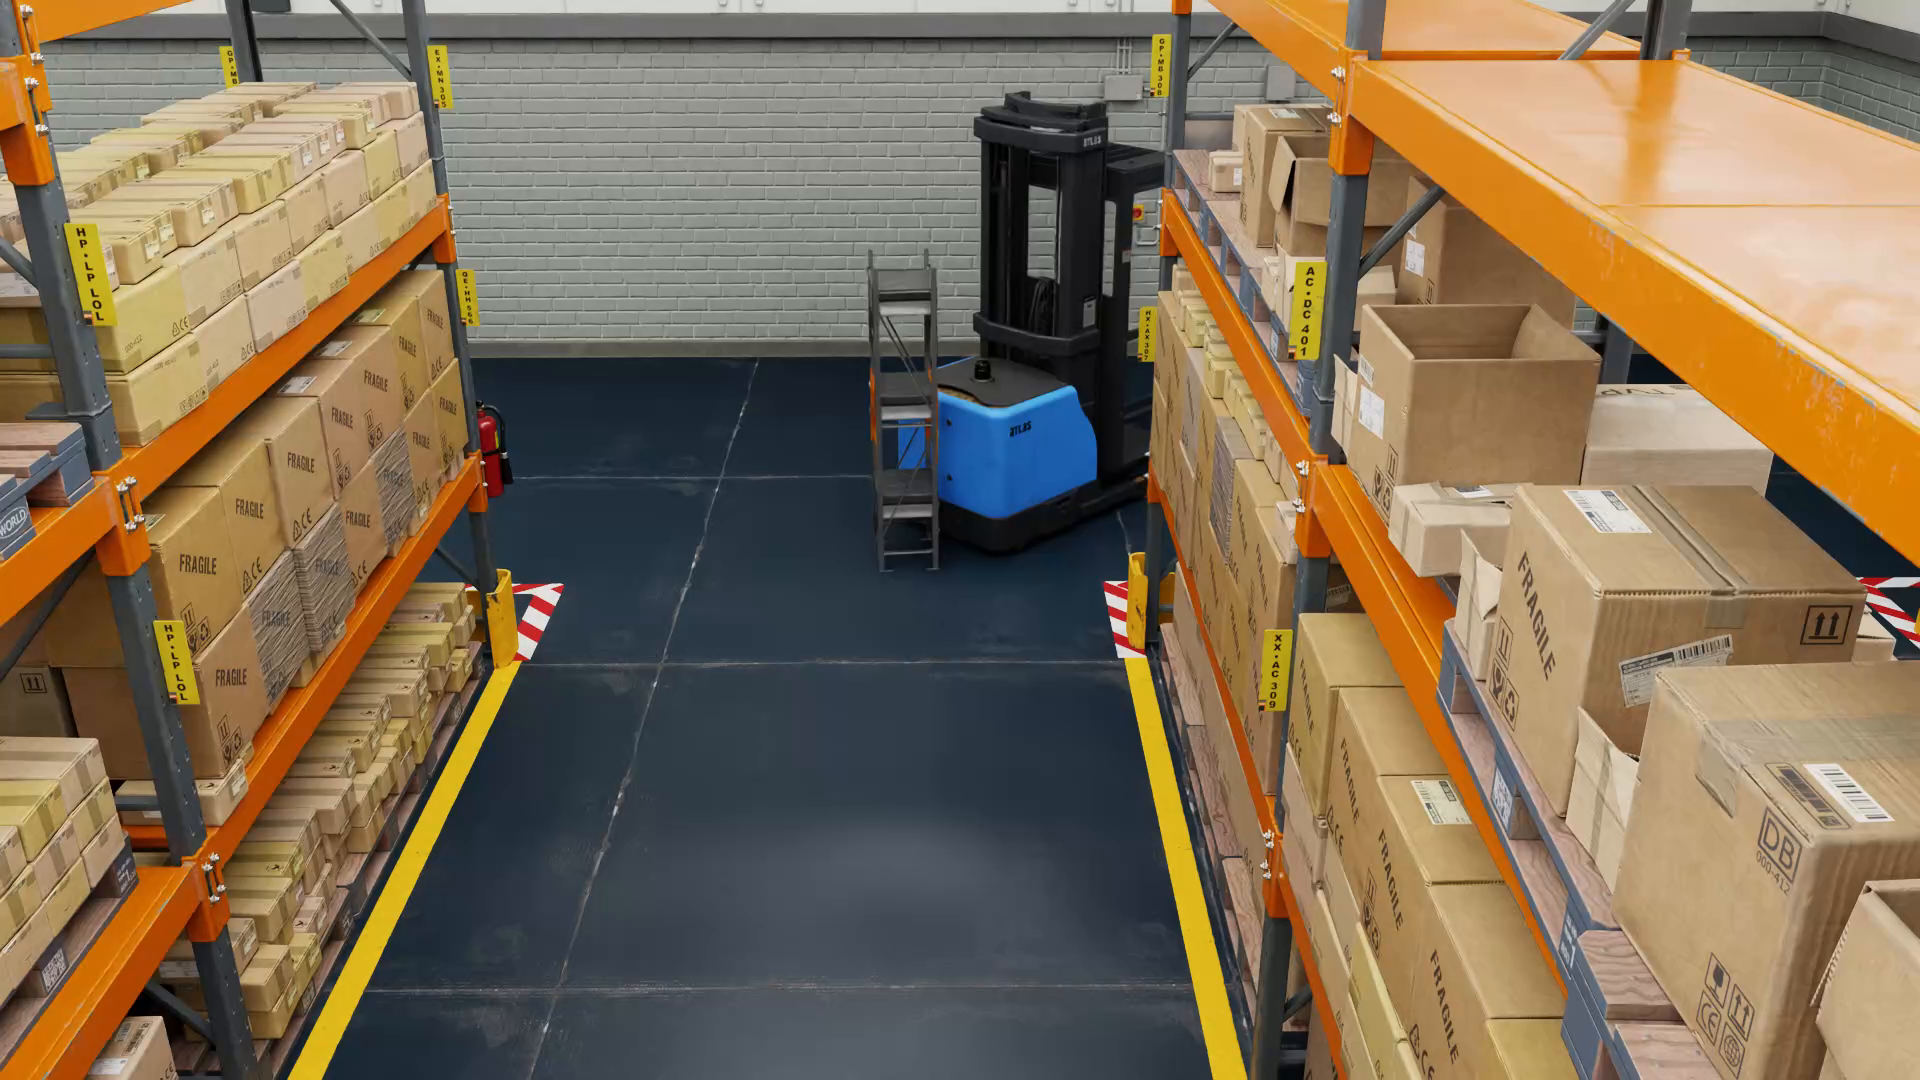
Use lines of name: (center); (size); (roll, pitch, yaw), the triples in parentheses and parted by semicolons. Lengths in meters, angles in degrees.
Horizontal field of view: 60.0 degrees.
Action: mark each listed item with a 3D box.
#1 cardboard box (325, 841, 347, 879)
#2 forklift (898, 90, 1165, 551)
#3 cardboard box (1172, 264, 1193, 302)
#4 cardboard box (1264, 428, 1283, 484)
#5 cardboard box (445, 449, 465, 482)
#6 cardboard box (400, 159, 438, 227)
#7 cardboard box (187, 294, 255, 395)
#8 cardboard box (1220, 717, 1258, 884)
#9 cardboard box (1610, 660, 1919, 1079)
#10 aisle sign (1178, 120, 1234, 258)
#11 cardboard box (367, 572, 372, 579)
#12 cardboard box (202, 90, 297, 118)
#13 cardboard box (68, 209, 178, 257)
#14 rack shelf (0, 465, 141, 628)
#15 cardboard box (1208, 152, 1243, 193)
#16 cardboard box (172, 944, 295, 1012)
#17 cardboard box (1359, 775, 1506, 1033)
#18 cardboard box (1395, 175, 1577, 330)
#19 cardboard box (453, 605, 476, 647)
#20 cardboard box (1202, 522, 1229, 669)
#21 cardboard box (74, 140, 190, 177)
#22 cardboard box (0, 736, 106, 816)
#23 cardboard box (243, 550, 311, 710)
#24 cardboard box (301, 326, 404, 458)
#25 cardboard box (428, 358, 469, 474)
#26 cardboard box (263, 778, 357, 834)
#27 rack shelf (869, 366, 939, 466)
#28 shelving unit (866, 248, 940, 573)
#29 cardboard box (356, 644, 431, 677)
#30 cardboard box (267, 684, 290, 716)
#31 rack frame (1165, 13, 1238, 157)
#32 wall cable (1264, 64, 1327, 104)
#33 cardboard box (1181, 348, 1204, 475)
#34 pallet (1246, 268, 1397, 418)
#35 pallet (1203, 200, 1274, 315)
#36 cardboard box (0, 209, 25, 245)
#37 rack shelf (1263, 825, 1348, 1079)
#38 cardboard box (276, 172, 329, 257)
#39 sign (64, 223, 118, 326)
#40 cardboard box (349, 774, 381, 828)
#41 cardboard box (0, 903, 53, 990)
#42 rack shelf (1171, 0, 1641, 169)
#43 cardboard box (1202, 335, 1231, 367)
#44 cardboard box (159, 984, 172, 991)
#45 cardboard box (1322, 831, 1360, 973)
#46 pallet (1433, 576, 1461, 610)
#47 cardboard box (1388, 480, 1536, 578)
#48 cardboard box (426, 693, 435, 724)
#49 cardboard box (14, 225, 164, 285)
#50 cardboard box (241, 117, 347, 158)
cardboard box: (-3.100, 1.487, 7.772); (0.380, 0.149, 0.250); (-1, 24, -3)
forklift: (0.930, -1.773, 12.113); (1.130, 2.935, 3.031); (22, 32, 39)
cardboard box: (1.363, -1.404, 9.091); (0.380, 0.149, 0.250); (0, 24, 1)
cardboard box: (1.450, -0.344, 6.750); (0.380, 0.149, 0.250); (0, 24, -1)
cardboard box: (-3.026, -0.443, 9.394); (0.380, 0.149, 0.250); (0, 24, 0)
cardboard box: (-3.043, -1.803, 8.638); (0.500, 0.250, 0.500); (-1, 24, -2)
cardboard box: (-3.025, -0.739, 6.286); (0.500, 0.250, 0.500); (-1, 24, -1)
cardboard box: (1.770, 1.242, 7.964); (0.875, 0.438, 0.875); (-1, 24, -2)
cardboard box: (1.523, 0.531, 2.664); (0.700, 0.500, 0.500); (-1, 24, -3)
aisle sign: (1.345, -1.967, 9.305); (0.394, 0.787, 0.004); (0, 24, -1)
cardboard box: (-3.100, 0.088, 8.220); (0.380, 0.149, 0.250); (-1, 24, -3)
cardboard box: (-3.552, -2.159, 8.335); (0.380, 0.149, 0.250); (1, 24, 2)
cardboard box: (-3.059, -1.086, 5.964); (0.380, 0.149, 0.250); (-1, 24, -1)
rack shelf: (-3.247, 0.743, 3.700); (1.077, 0.370, 4.000); (0, 24, -1)
cardboard box: (1.418, -1.794, 8.111); (0.380, 0.149, 0.250); (1, 24, 1)
cardboard box: (-2.953, 1.779, 6.765); (0.380, 0.149, 0.250); (1, 24, 2)
cardboard box: (1.433, 0.992, 4.583); (0.500, 0.500, 0.500); (-1, 24, -2)
cardboard box: (1.883, -0.999, 5.926); (0.500, 0.500, 0.500); (0, 24, 0)
cardboard box: (-3.021, 0.498, 9.598); (0.380, 0.149, 0.250); (-1, 24, -2)
cardboard box: (1.388, 0.239, 7.460); (0.500, 0.500, 0.500); (-1, 24, -1)
cardboard box: (-3.549, -1.624, 7.151); (0.380, 0.149, 0.250); (1, 24, 1)
cardboard box: (-3.069, 0.774, 5.471); (0.380, 0.149, 0.250); (1, 24, 2)
cardboard box: (-3.035, 0.368, 6.815); (0.500, 0.500, 0.500); (0, 24, -1)
cardboard box: (-3.039, -0.717, 7.999); (0.500, 0.500, 0.500); (1, 24, 2)
cardboard box: (-3.050, -0.688, 9.148); (0.500, 0.500, 0.500); (0, 24, 1)
cardboard box: (-3.008, 1.221, 7.638); (0.380, 0.149, 0.250); (0, 24, 1)
rack shelf: (-0.375, -0.831, 11.073); (0.431, 0.518, 0.480); (-3, 24, -6)
shelving unit: (-0.375, -0.844, 11.067); (0.431, 2.100, 0.503); (-3, 24, -6)
cardboard box: (-3.039, 0.680, 8.834); (0.380, 0.149, 0.250); (-1, 24, -3)
cardboard box: (-3.074, 0.626, 7.030); (0.380, 0.149, 0.250); (-1, 24, -3)
rack frame: (1.636, -3.488, 8.542); (1.000, 3.000, 0.127); (0, 24, -1)
wall cable: (2.969, -3.552, 14.730); (0.588, 1.984, 0.122); (0, 24, -1)
cardboard box: (1.383, -0.631, 8.172); (0.500, 0.500, 0.500); (0, 24, -1)
pallet: (1.681, -0.770, 6.279); (1.003, 0.211, 1.213); (0, 24, -1)
pallet: (1.671, -1.271, 7.388); (1.003, 0.211, 1.213); (0, 24, -1)
cardboard box: (-3.603, -1.087, 5.965); (0.380, 0.149, 0.250); (0, 24, -1)
rack shelf: (1.702, 2.046, 4.460); (1.077, 0.370, 4.000); (0, 24, -1)
cardboard box: (-3.049, -1.398, 7.137); (0.500, 0.250, 0.500); (-1, 24, -3)
sign: (-2.714, -0.828, 5.195); (0.100, 0.325, 0.005); (0, 24, -1)
cardboard box: (-3.003, 1.246, 7.944); (0.380, 0.149, 0.250); (0, 24, -1)
cardboard box: (-3.062, 1.253, 5.134); (0.380, 0.149, 0.250); (0, 24, -1)
rack shelf: (1.658, -2.154, 6.950); (1.077, 0.370, 4.000); (0, 24, -1)
cardboard box: (1.363, -0.869, 7.909); (0.380, 0.149, 0.250); (0, 24, 0)
cardboard box: (-3.533, 1.798, 7.085); (0.380, 0.149, 0.250); (0, 24, 1)
cardboard box: (1.436, 1.132, 5.183); (0.500, 0.250, 0.500); (0, 24, 0)
pallet: (1.739, -0.008, 4.720); (0.805, 0.209, 1.217); (-1, 24, -3)
cardboard box: (1.344, -0.035, 4.321); (0.380, 0.166, 0.250); (-2, 24, -4)
cardboard box: (-3.062, 0.950, 8.960); (0.380, 0.149, 0.250); (0, 24, 0)
cardboard box: (-2.999, -0.983, 5.736); (0.380, 0.149, 0.250); (-1, 24, -3)
cardboard box: (-3.053, -1.842, 7.634); (0.380, 0.149, 0.250); (-1, 24, -2)
